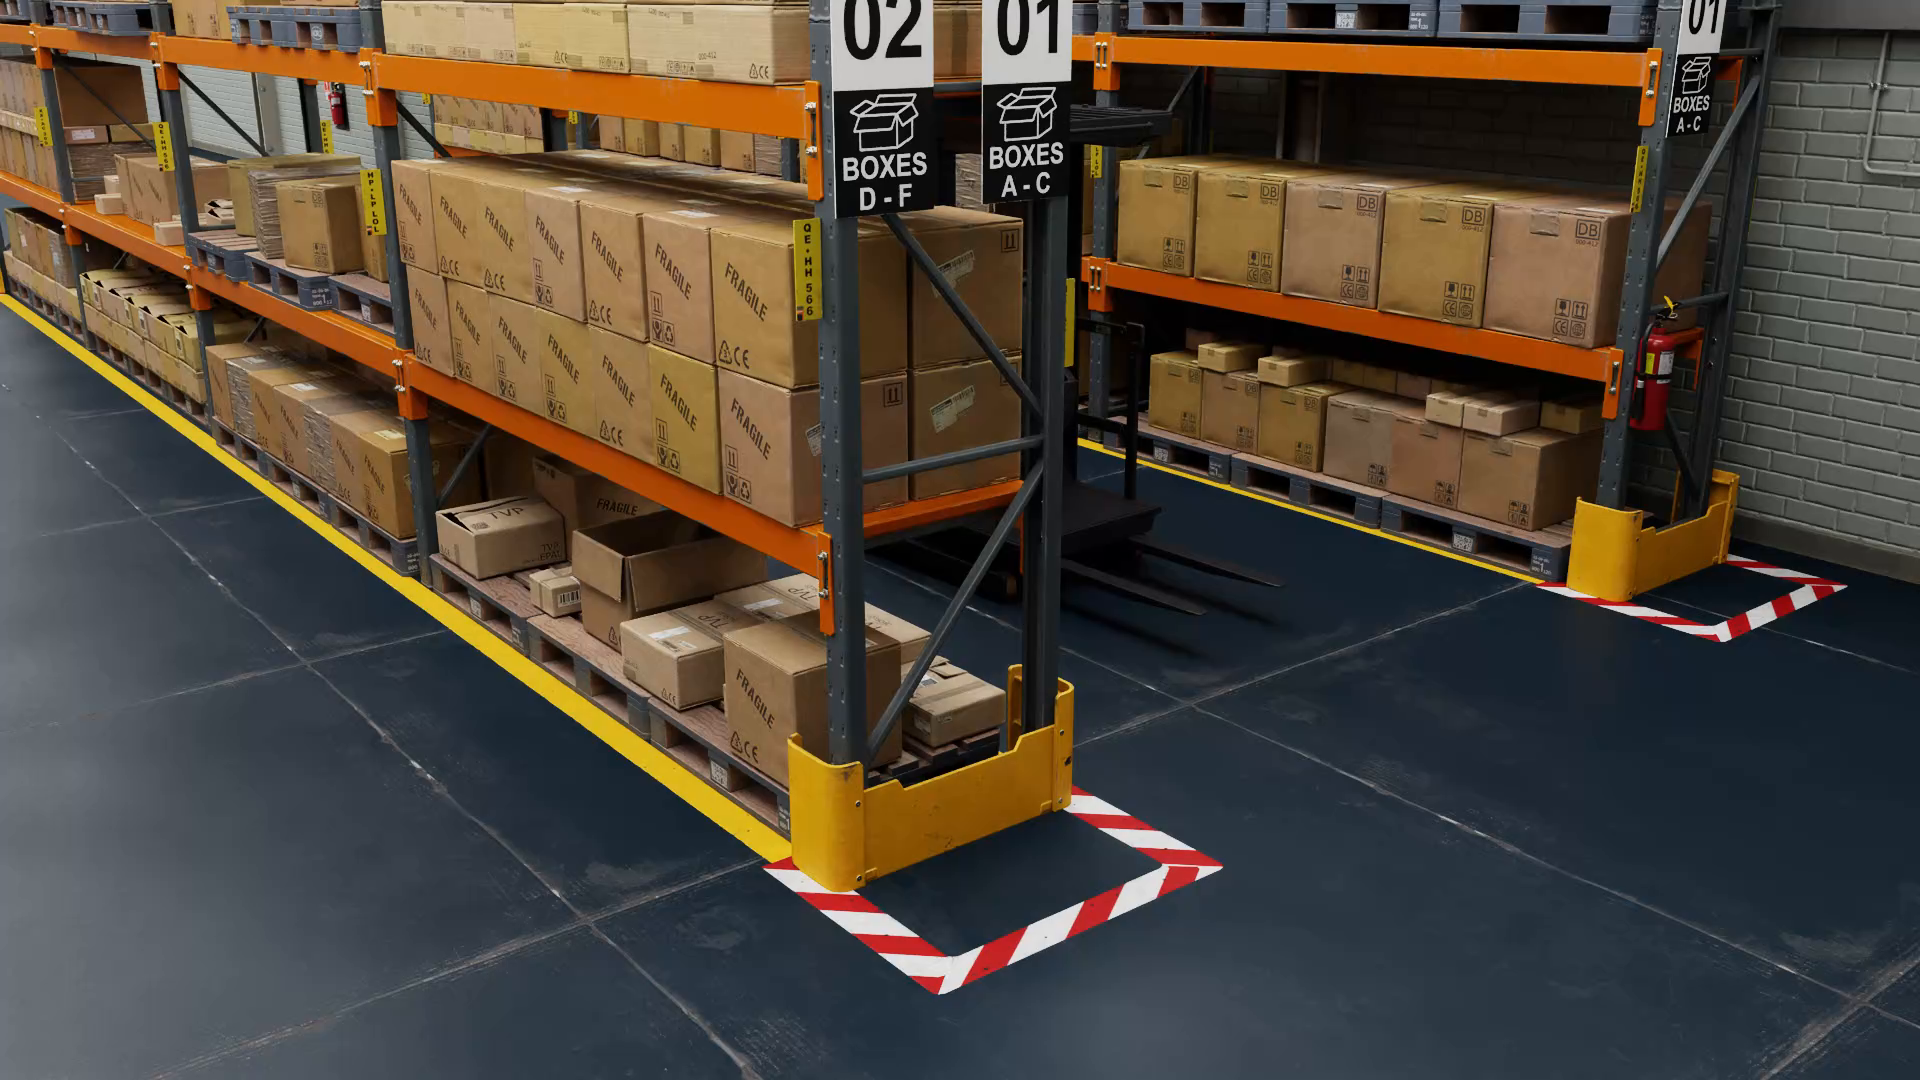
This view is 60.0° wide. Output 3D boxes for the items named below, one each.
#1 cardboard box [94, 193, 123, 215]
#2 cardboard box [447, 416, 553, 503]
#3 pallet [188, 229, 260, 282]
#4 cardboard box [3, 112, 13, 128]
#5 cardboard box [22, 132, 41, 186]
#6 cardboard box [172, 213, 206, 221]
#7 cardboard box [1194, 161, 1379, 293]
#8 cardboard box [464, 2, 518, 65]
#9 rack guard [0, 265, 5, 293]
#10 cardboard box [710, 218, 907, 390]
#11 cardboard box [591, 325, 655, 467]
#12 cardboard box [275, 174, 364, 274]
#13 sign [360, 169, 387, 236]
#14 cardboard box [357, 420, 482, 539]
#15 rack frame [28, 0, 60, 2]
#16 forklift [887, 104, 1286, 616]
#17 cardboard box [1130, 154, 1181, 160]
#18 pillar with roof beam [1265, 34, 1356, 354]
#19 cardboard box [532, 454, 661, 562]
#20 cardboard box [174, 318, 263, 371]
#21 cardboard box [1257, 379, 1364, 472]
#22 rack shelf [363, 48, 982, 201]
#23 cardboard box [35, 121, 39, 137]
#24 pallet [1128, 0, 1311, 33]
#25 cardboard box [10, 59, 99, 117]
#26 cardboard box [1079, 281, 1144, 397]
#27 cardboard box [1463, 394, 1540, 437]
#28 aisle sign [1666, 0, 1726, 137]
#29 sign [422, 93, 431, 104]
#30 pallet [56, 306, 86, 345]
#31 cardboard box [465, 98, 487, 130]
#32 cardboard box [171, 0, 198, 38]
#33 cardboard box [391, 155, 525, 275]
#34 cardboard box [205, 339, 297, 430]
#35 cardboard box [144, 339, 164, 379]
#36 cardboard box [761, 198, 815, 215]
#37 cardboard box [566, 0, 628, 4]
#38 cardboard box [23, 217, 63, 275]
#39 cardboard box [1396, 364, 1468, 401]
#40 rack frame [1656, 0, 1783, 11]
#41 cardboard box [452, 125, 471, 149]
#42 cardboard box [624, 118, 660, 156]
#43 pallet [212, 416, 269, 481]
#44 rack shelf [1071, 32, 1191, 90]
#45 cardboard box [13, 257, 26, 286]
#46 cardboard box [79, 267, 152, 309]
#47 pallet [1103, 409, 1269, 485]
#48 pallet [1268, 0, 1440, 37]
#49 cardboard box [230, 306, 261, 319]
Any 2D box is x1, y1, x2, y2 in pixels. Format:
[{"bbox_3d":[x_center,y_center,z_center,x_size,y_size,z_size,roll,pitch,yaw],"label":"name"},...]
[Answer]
[{"bbox_3d":[-7.105,-2.858,14.120,0.380,0.149,0.250,-14,23,-36],"label":"cardboard box"},{"bbox_3d":[-2.637,-0.453,9.734,0.500,0.500,0.500,-15,24,-39],"label":"cardboard box"},{"bbox_3d":[-4.535,-2.005,11.451,1.213,0.211,1.003,-14,23,-36],"label":"pallet"},{"bbox_3d":[-9.261,-4.183,16.533,0.380,0.149,0.250,-15,23,-38],"label":"cardboard box"},{"bbox_3d":[-8.735,-3.770,16.316,0.700,0.500,0.500,-13,22,-35],"label":"cardboard box"},{"bbox_3d":[-5.847,-2.433,12.839,0.380,0.149,0.250,-12,22,-32],"label":"cardboard box"},{"bbox_3d":[2.126,-2.056,10.823,0.980,0.700,0.700,-15,23,-37],"label":"cardboard box"},{"bbox_3d":[-1.803,-2.201,7.204,0.500,0.250,0.500,-14,23,-36],"label":"cardboard box"},{"bbox_3d":[-9.993,-3.040,18.248,1.175,0.500,0.348,-14,23,-36],"label":"rack guard"},{"bbox_3d":[-0.536,-0.856,5.927,0.500,0.500,0.500,-14,23,-37],"label":"cardboard box"},{"bbox_3d":[-1.166,-0.634,6.846,0.500,0.500,0.500,-14,23,-36],"label":"cardboard box"},{"bbox_3d":[-3.673,-1.934,10.104,0.500,0.500,0.700,13,23,35],"label":"cardboard box"},{"bbox_3d":[-2.960,-1.704,8.395,0.100,0.325,0.005,-14,23,-36],"label":"sign"},{"bbox_3d":[-3.059,-0.352,9.429,0.500,0.500,0.500,-14,23,-36],"label":"cardboard box"},{"bbox_3d":[-7.495,-6.083,13.917,1.000,3.000,0.127,-14,23,-36],"label":"rack frame"},{"bbox_3d":[0.415,-1.243,8.953,1.130,2.935,3.031,-15,24,-39],"label":"forklift"},{"bbox_3d":[1.265,-2.592,12.255,0.500,0.500,0.500,-15,23,-38],"label":"cardboard box"},{"bbox_3d":[-0.909,-4.235,8.338,9.100,9.000,0.400,-14,23,-36],"label":"pillar with roof beam"},{"bbox_3d":[-1.951,-0.201,8.974,0.500,0.500,0.500,-14,23,-36],"label":"cardboard box"},{"bbox_3d":[-5.529,-1.491,12.406,0.500,0.311,0.500,-13,22,-35],"label":"cardboard box"},{"bbox_3d":[2.363,-0.789,10.780,0.700,0.500,0.500,-13,23,-35],"label":"cardboard box"},{"bbox_3d":[-1.286,-1.853,7.060,1.077,0.370,4.000,-14,23,-36],"label":"rack shelf"},{"bbox_3d":[-8.312,-3.805,15.392,0.380,0.149,0.250,-14,23,-36],"label":"cardboard box"},{"bbox_3d":[1.853,-3.410,10.757,1.003,0.211,1.213,-14,23,-36],"label":"pallet"},{"bbox_3d":[-8.710,-4.377,16.087,0.700,0.500,0.500,-14,23,-36],"label":"cardboard box"},{"bbox_3d":[0.848,-1.545,12.509,0.750,0.750,0.750,-14,23,-35],"label":"cardboard box"},{"bbox_3d":[3.101,-0.715,9.528,0.380,0.149,0.250,-14,23,-37],"label":"cardboard box"},{"bbox_3d":[3.646,-2.404,8.214,0.394,0.787,0.004,-14,23,-36],"label":"aisle sign"},{"bbox_3d":[-6.523,-5.493,20.303,0.100,0.325,0.005,-14,23,-36],"label":"sign"},{"bbox_3d":[-7.956,-2.115,15.915,1.003,0.211,1.213,-14,23,-36],"label":"pallet"},{"bbox_3d":[-5.422,-5.054,19.368,0.500,0.500,0.500,-15,23,-38],"label":"cardboard box"},{"bbox_3d":[-4.714,-3.620,11.092,0.910,0.500,0.500,-14,23,-36],"label":"cardboard box"},{"bbox_3d":[-2.456,-1.615,8.218,0.500,0.500,0.500,-13,22,-35],"label":"cardboard box"},{"bbox_3d":[-4.953,-1.104,11.700,0.500,0.500,0.500,-13,22,-34],"label":"cardboard box"},{"bbox_3d":[-6.162,-1.476,13.255,0.500,0.250,0.500,-13,23,-35],"label":"cardboard box"},{"bbox_3d":[-0.443,-1.088,6.628,0.500,0.500,0.500,-14,23,-36],"label":"cardboard box"},{"bbox_3d":[-1.181,-2.192,6.382,0.500,0.250,0.500,-14,23,-36],"label":"cardboard box"},{"bbox_3d":[-8.890,-2.925,16.437,0.500,0.500,0.500,-14,23,-36],"label":"cardboard box"},{"bbox_3d":[2.929,-0.977,10.317,0.380,0.149,0.250,-14,23,-35],"label":"cardboard box"},{"bbox_3d":[3.837,-4.094,7.910,1.000,3.000,0.127,-14,23,-36],"label":"rack frame"},{"bbox_3d":[-5.710,-4.819,19.852,0.500,0.250,0.500,-15,23,-38],"label":"cardboard box"},{"bbox_3d":[-2.983,-4.188,16.879,0.700,0.500,0.500,-11,21,-31],"label":"cardboard box"},{"bbox_3d":[-4.577,-0.734,11.744,1.003,0.211,1.213,-14,23,-36],"label":"pallet"},{"bbox_3d":[0.111,-3.807,12.959,1.077,0.370,4.000,-14,23,-36],"label":"rack shelf"},{"bbox_3d":[-9.506,-2.817,17.303,0.500,0.250,0.500,-14,23,-36],"label":"cardboard box"},{"bbox_3d":[-7.433,-2.245,14.684,0.500,0.311,0.500,-14,23,-36],"label":"cardboard box"},{"bbox_3d":[1.764,-0.705,11.656,1.003,0.211,1.213,-14,23,-36],"label":"pallet"},{"bbox_3d":[2.606,-3.109,9.850,1.003,0.211,1.213,-14,23,-36],"label":"pallet"},{"bbox_3d":[-5.439,-1.724,13.110,0.500,0.311,0.500,-15,23,-37],"label":"cardboard box"}]
